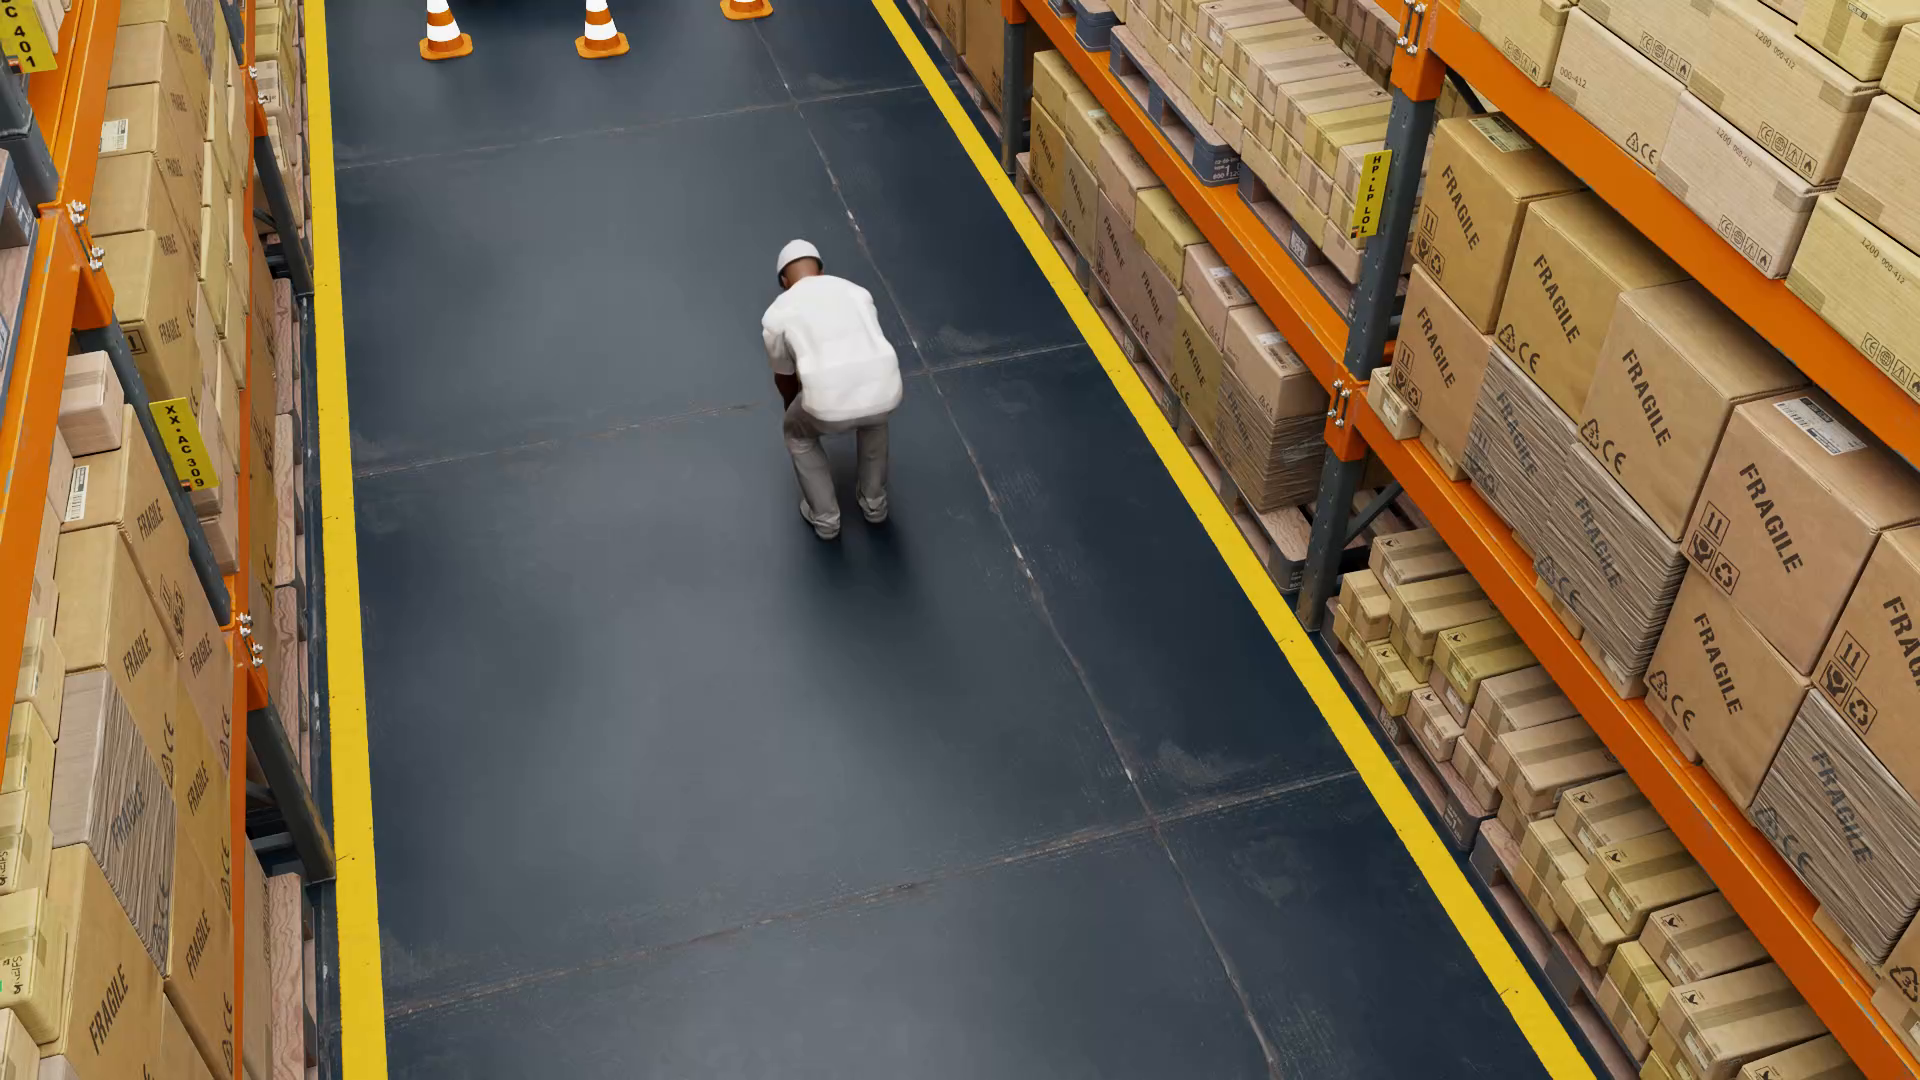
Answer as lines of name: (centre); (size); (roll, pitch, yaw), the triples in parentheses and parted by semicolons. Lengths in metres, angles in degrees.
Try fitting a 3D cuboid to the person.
person: (-0.575, -0.642, 7.335); (0.505, 1.123, 0.962); (-14, 44, -15)
